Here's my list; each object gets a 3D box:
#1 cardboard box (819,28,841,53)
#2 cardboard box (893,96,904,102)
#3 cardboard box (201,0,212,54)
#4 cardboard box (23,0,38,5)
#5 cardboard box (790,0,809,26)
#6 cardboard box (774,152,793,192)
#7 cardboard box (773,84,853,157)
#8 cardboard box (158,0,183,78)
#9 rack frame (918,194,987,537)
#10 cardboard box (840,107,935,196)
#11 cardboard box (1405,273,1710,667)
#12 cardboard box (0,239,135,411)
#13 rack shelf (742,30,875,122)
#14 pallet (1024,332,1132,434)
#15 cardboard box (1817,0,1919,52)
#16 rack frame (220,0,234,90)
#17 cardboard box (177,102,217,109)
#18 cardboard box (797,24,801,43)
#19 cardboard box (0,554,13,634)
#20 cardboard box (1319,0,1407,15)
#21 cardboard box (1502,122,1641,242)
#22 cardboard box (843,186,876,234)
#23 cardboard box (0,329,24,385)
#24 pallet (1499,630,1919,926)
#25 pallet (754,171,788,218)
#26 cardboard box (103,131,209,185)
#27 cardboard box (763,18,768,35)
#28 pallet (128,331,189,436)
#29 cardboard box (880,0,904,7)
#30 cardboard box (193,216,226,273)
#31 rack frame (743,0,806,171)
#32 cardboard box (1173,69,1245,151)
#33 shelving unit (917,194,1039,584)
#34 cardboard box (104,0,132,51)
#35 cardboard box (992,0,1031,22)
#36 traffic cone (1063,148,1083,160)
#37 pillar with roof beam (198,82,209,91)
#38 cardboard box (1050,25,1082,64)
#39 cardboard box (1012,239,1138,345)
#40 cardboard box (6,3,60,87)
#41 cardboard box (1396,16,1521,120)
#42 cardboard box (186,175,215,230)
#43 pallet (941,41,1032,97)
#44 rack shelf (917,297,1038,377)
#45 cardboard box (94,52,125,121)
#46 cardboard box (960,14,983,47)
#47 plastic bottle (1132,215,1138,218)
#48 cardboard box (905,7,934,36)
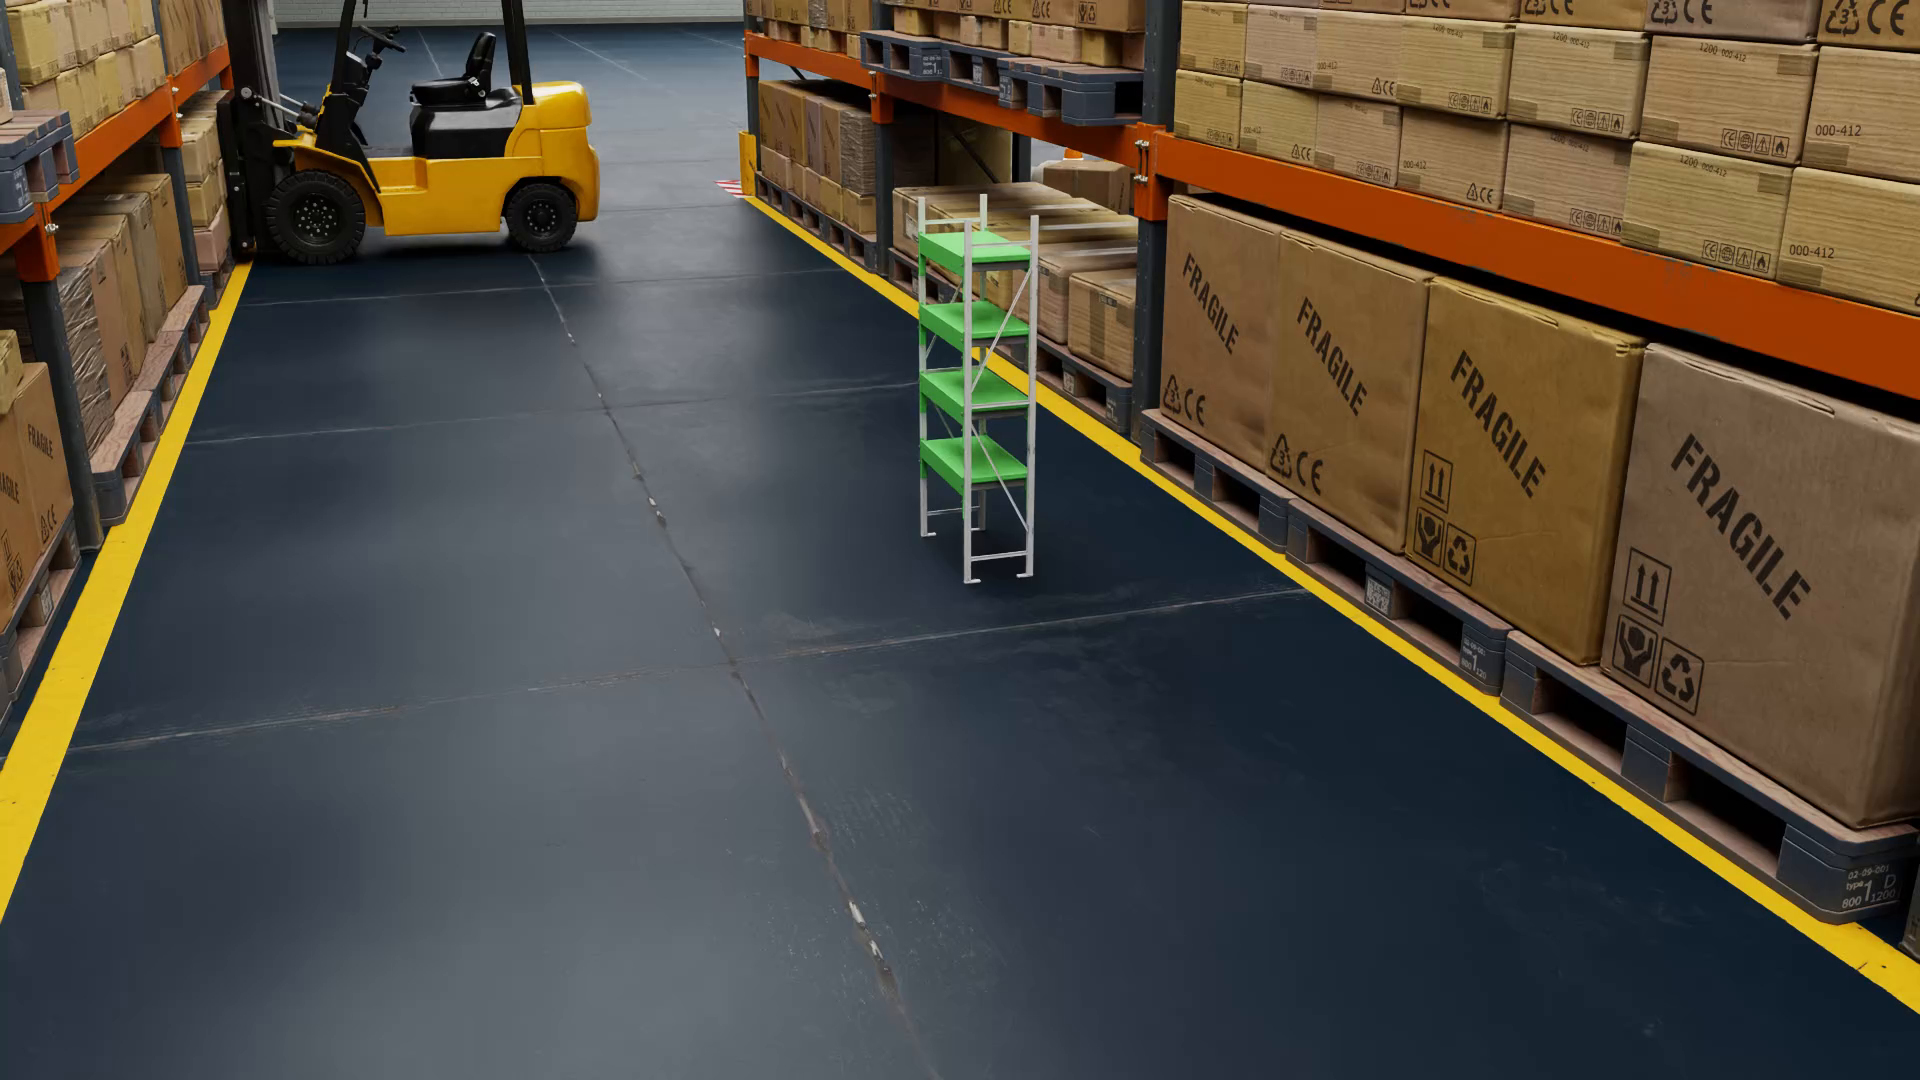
[{"bbox_3d":[-0.752,-3.426,11.390,0.380,0.149,0.250,-7,21,-18],"label":"cardboard box"},{"bbox_3d":[-0.310,-2.960,12.056,0.500,0.500,0.500,-5,20,-14],"label":"cardboard box"},{"bbox_3d":[-5.288,-3.488,11.043,0.500,0.500,0.500,-7,21,-18],"label":"cardboard box"},{"bbox_3d":[-3.399,-1.907,5.682,0.380,0.149,0.250,-6,21,-16],"label":"cardboard box"},{"bbox_3d":[-0.917,-3.946,11.876,0.500,0.500,0.500,-7,21,-18],"label":"cardboard box"},{"bbox_3d":[-1.153,-2.882,12.950,0.500,0.250,0.500,-6,21,-15],"label":"cardboard box"},{"bbox_3d":[-1.129,-3.225,12.795,0.500,0.500,0.500,-7,21,-19],"label":"cardboard box"},{"bbox_3d":[-4.642,-2.837,9.229,0.500,0.500,0.500,-7,21,-19],"label":"cardboard box"},{"bbox_3d":[-0.025,-0.590,5.784,0.240,1.200,0.015,-6,21,-17],"label":"rack frame"},{"bbox_3d":[-0.480,-2.566,10.960,0.500,0.500,0.500,-7,21,-18],"label":"cardboard box"},{"bbox_3d":[1.913,-0.258,4.719,0.875,0.875,0.875,-6,21,-16],"label":"cardboard box"},{"bbox_3d":[-3.889,-0.826,6.671,0.875,0.625,0.625,-6,21,-15],"label":"cardboard box"},{"bbox_3d":[-0.668,-3.451,12.152,1.077,0.370,4.000,-6,21,-17],"label":"rack shelf"},{"bbox_3d":[0.973,-0.803,7.840,1.003,0.211,1.213,-6,21,-17],"label":"pallet"},{"bbox_3d":[2.096,-1.215,3.235,0.500,0.500,0.500,-6,21,-15],"label":"cardboard box"},{"bbox_3d":[-6.008,-3.903,12.346,1.000,3.000,0.127,-6,21,-17],"label":"rack frame"},{"bbox_3d":[-5.233,-2.838,11.349,0.500,0.250,0.500,-6,21,-17],"label":"cardboard box"},{"bbox_3d":[-0.998,-3.765,12.333,0.380,0.149,0.250,-6,21,-15],"label":"cardboard box"},{"bbox_3d":[-2.842,0.085,4.319,0.500,0.500,0.500,-5,20,-15],"label":"cardboard box"},{"bbox_3d":[1.454,-1.872,5.064,0.500,0.500,0.500,-6,21,-16],"label":"cardboard box"},{"bbox_3d":[1.795,-0.955,4.359,0.500,0.250,0.500,-7,21,-19],"label":"cardboard box"},{"bbox_3d":[-0.481,-2.213,11.086,0.500,0.250,0.500,-5,20,-15],"label":"cardboard box"},{"bbox_3d":[-3.098,-0.531,5.074,0.380,0.149,0.250,-7,21,-20],"label":"cardboard box"},{"bbox_3d":[2.161,0.492,4.235,1.003,0.211,1.213,-6,21,-17],"label":"pallet"},{"bbox_3d":[-1.051,-2.830,13.484,1.003,0.211,1.213,-6,21,-17],"label":"pallet"},{"bbox_3d":[-4.605,-2.182,9.522,0.500,0.250,0.500,-7,21,-18],"label":"cardboard box"},{"bbox_3d":[-1.387,-4.182,13.495,0.380,0.149,0.250,-6,21,-17],"label":"cardboard box"},{"bbox_3d":[-4.095,-0.683,7.505,1.003,0.211,1.213,-6,21,-17],"label":"pallet"},{"bbox_3d":[-0.165,-3.352,9.602,0.500,0.500,0.500,-6,21,-16],"label":"cardboard box"},{"bbox_3d":[-4.588,-1.713,9.696,0.500,0.250,0.500,-6,21,-17],"label":"cardboard box"},{"bbox_3d":[-1.297,-4.432,13.817,1.000,3.000,0.127,-6,21,-17],"label":"rack frame"},{"bbox_3d":[1.133,-1.610,6.183,0.500,0.250,0.500,-7,21,-18],"label":"cardboard box"},{"bbox_3d":[0.052,-0.512,5.566,0.258,1.200,0.503,-6,21,-17],"label":"shelving unit"},{"bbox_3d":[-4.030,-2.325,7.434,0.500,0.250,0.500,-6,21,-16],"label":"cardboard box"},{"bbox_3d":[0.478,-2.692,7.765,0.500,0.500,0.500,-8,21,-21],"label":"cardboard box"},{"bbox_3d":[1.010,-3.464,14.876,0.336,0.463,0.334,-6,21,-17],"label":"traffic cone"},{"bbox_3d":[-6.330,-10.716,22.438,9.100,9.000,0.400,-6,21,-17],"label":"pillar with roof beam"},{"bbox_3d":[0.617,-2.178,7.294,0.380,0.149,0.250,-7,21,-18],"label":"cardboard box"},{"bbox_3d":[0.810,-1.244,8.208,0.950,0.372,0.625,-7,21,-18],"label":"cardboard box"},{"bbox_3d":[-3.377,-1.672,5.615,0.500,0.250,0.500,-6,21,-17],"label":"cardboard box"},{"bbox_3d":[1.596,-1.349,4.717,0.500,0.250,0.500,-6,21,-16],"label":"cardboard box"},{"bbox_3d":[-4.610,-1.946,9.605,0.500,0.250,0.500,-6,21,-17],"label":"cardboard box"},{"bbox_3d":[0.557,-2.405,8.459,1.003,0.211,1.213,-6,21,-17],"label":"pallet"},{"bbox_3d":[0.052,-0.677,5.506,0.258,0.148,0.480,-6,21,-17],"label":"rack shelf"},{"bbox_3d":[-3.884,-1.927,7.065,0.500,0.250,0.500,-6,21,-15],"label":"cardboard box"},{"bbox_3d":[0.217,-2.595,8.455,0.380,0.149,0.250,-6,20,-15],"label":"cardboard box"},{"bbox_3d":[1.335,-2.378,12.448,0.133,0.061,0.283,-3,20,-8],"label":"plastic bottle"},{"bbox_3d":[-0.096,-2.935,9.402,0.380,0.149,0.250,-6,21,-16],"label":"cardboard box"}]
